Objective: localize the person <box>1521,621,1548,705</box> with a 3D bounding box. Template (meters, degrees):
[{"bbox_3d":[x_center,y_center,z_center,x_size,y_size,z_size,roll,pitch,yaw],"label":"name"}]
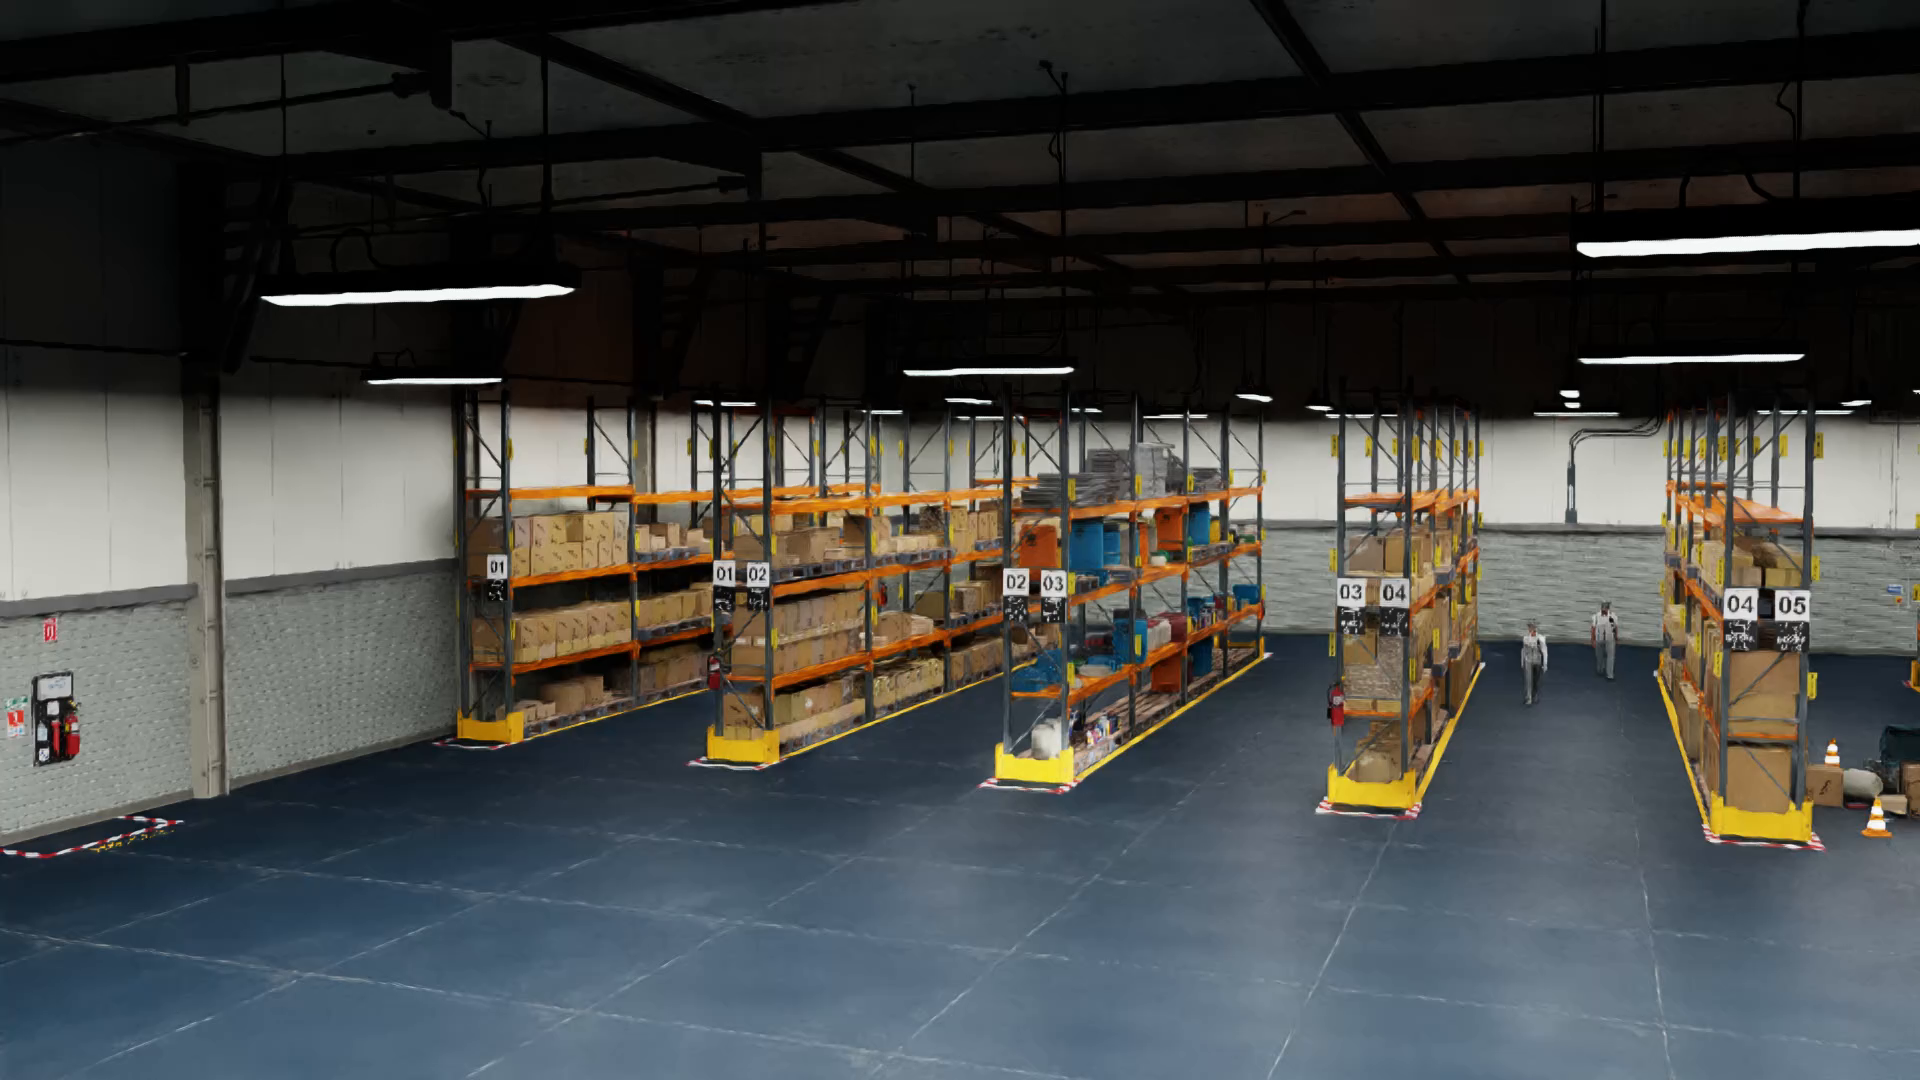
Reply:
[{"bbox_3d":[11.245,2.395,32.544,0.502,1.612,0.997,1,3,20],"label":"person"}]

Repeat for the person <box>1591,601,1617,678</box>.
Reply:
[{"bbox_3d":[14.075,2.146,36.348,0.542,1.675,1.126,1,3,23],"label":"person"}]
